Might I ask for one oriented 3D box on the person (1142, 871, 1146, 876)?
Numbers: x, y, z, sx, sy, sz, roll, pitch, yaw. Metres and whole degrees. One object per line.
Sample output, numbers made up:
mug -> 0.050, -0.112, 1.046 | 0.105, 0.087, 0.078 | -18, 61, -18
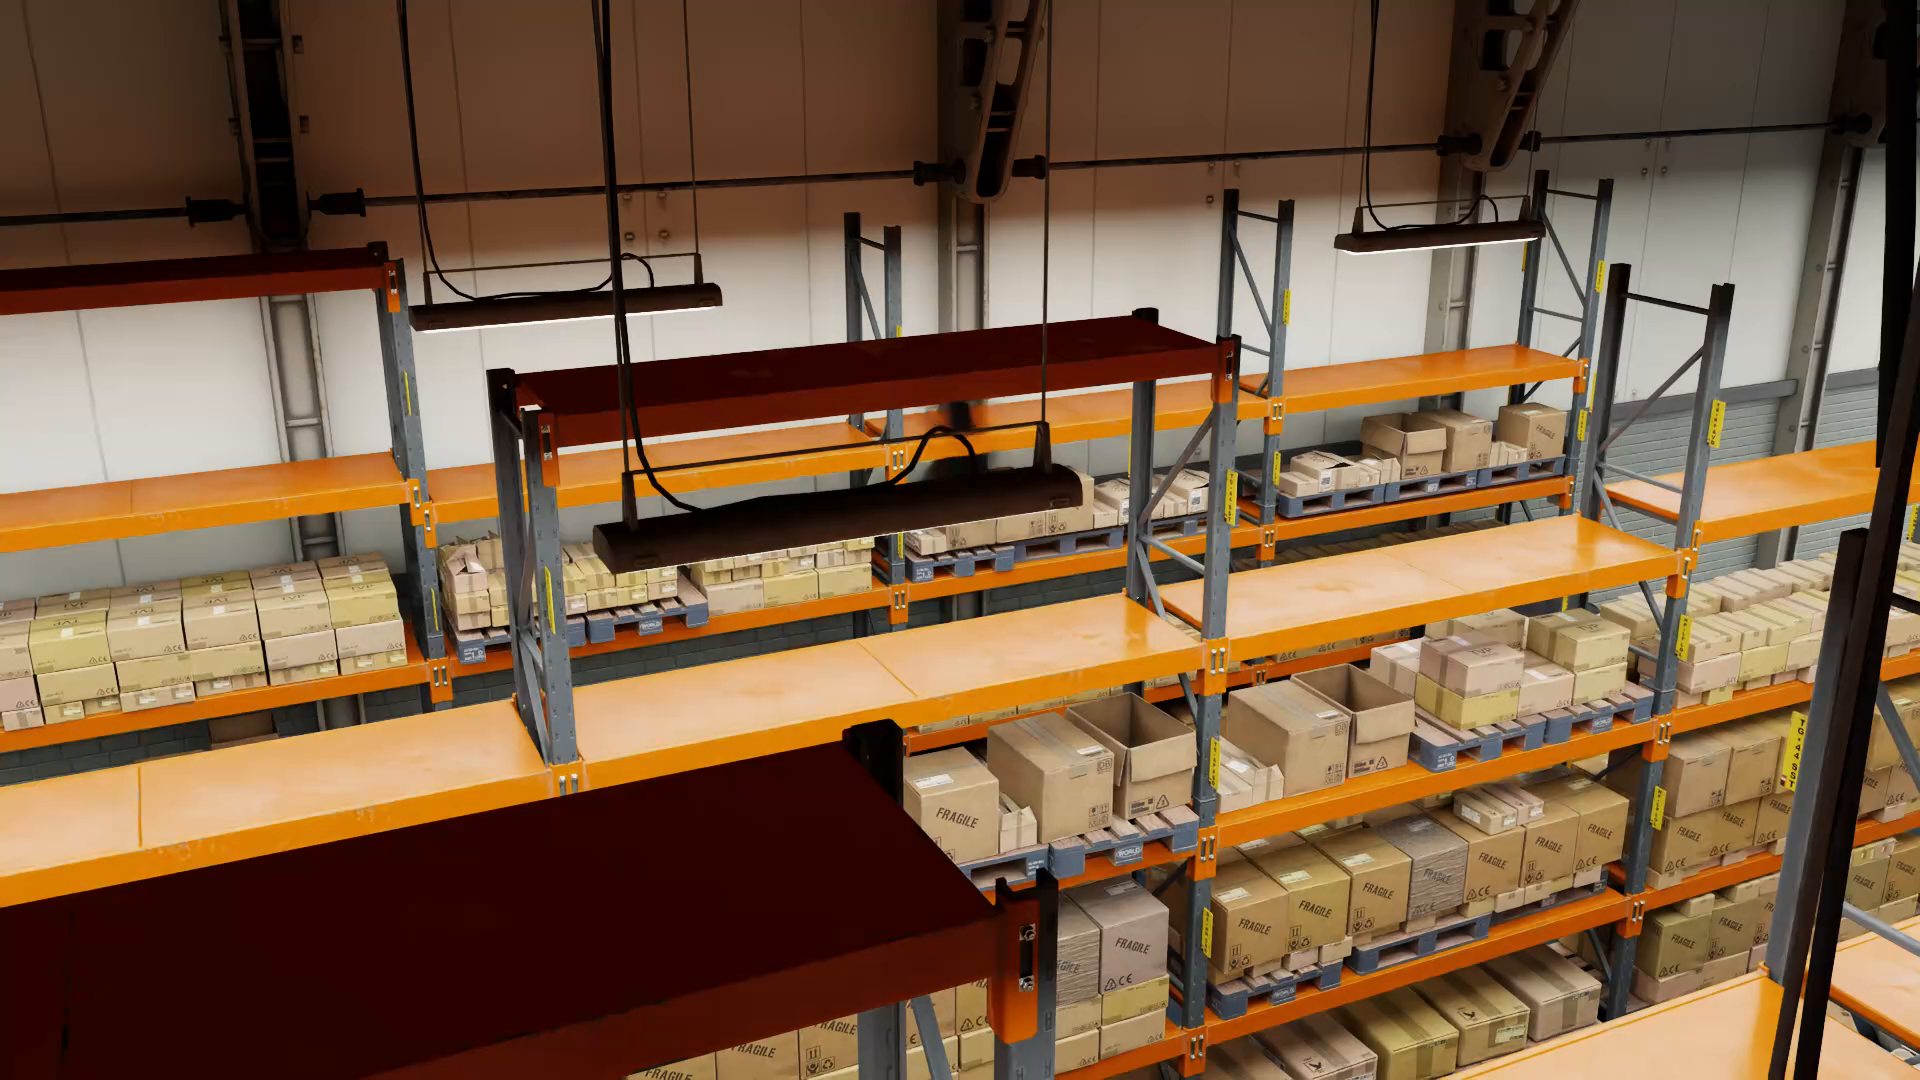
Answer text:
person -> 1.752, 2.909, 13.823 | 0.781, 1.526, 0.513 | -17, 25, -41
